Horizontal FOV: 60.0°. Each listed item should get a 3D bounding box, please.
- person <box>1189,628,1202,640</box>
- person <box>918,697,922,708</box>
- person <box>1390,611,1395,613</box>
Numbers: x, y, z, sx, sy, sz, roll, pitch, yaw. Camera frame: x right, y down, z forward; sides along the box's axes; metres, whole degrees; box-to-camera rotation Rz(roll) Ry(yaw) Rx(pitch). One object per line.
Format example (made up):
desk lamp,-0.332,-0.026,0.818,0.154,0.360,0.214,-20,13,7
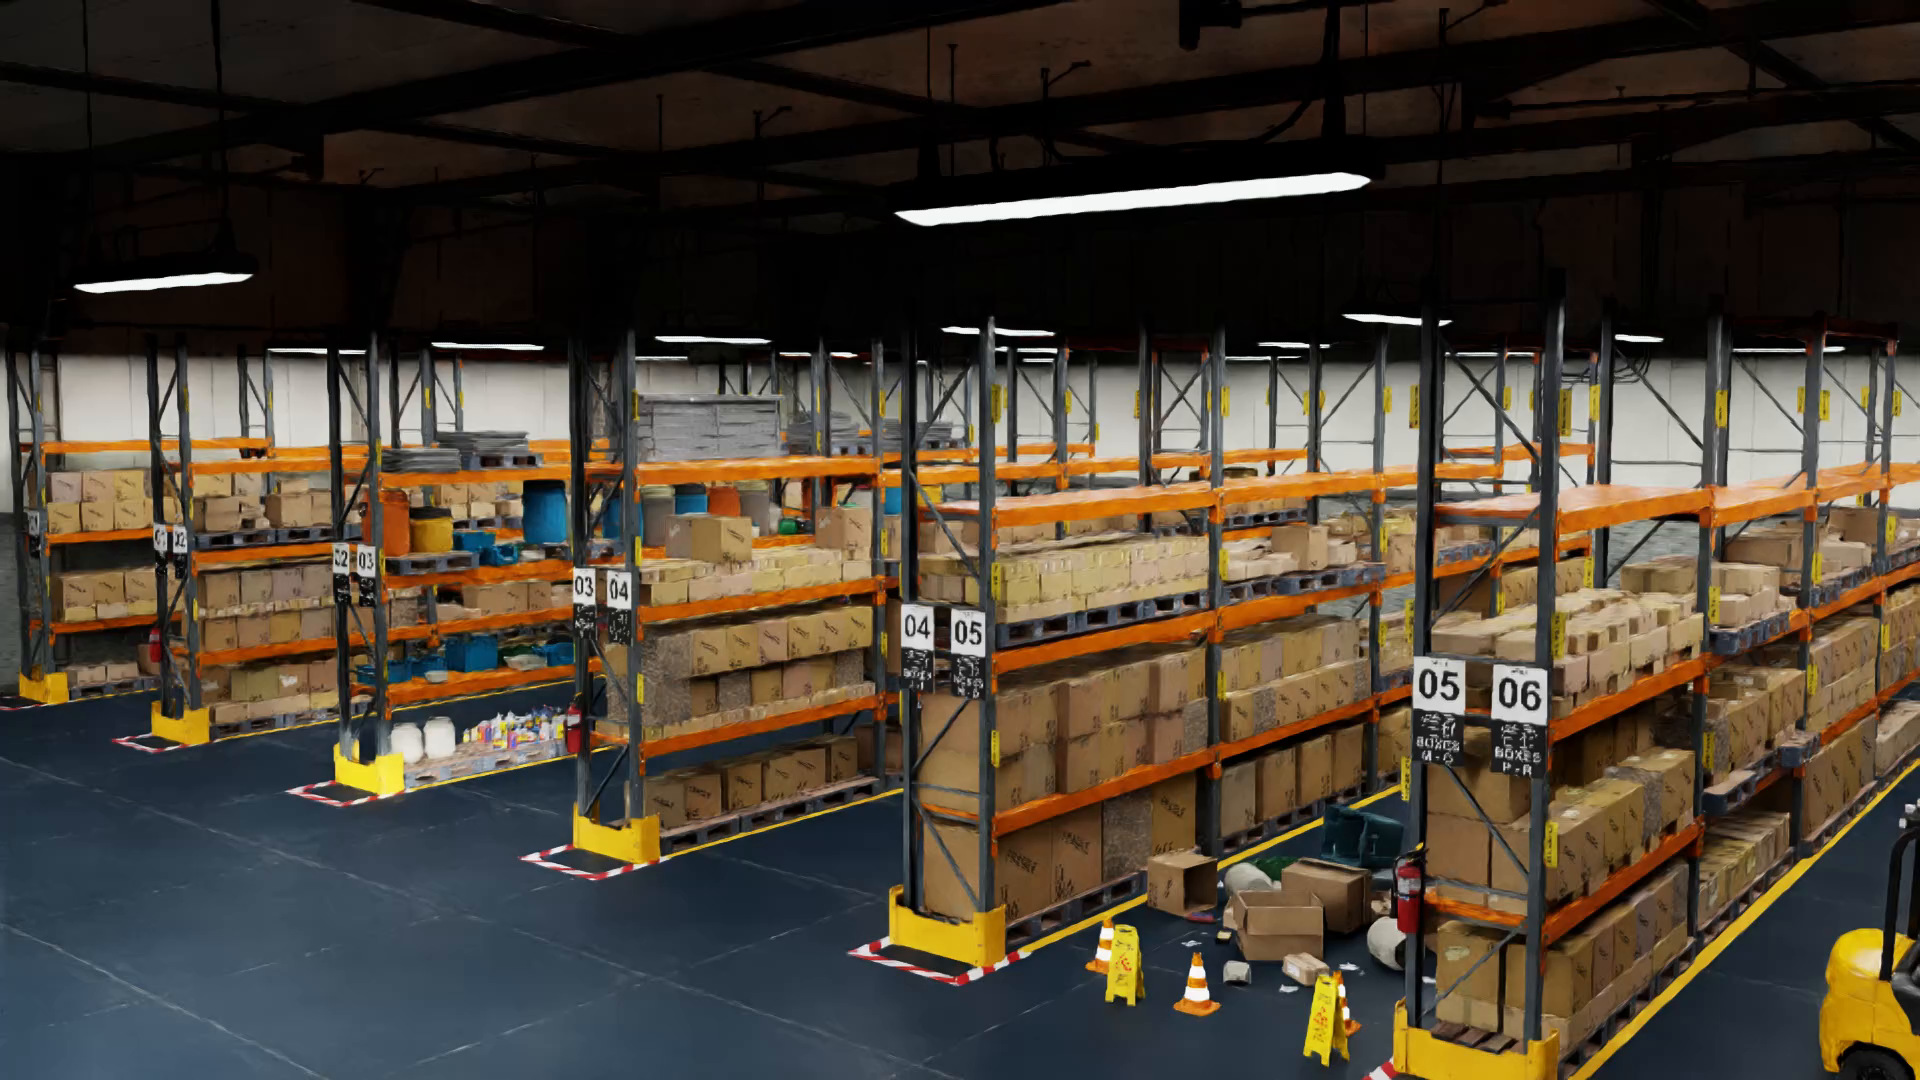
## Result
person,3.527,2.087,24.671,0.677,1.742,0.551,4,7,38
person,-0.426,1.953,27.081,0.432,1.539,0.947,4,7,38
person,7.095,1.928,27.137,0.478,1.536,1.093,4,6,36
